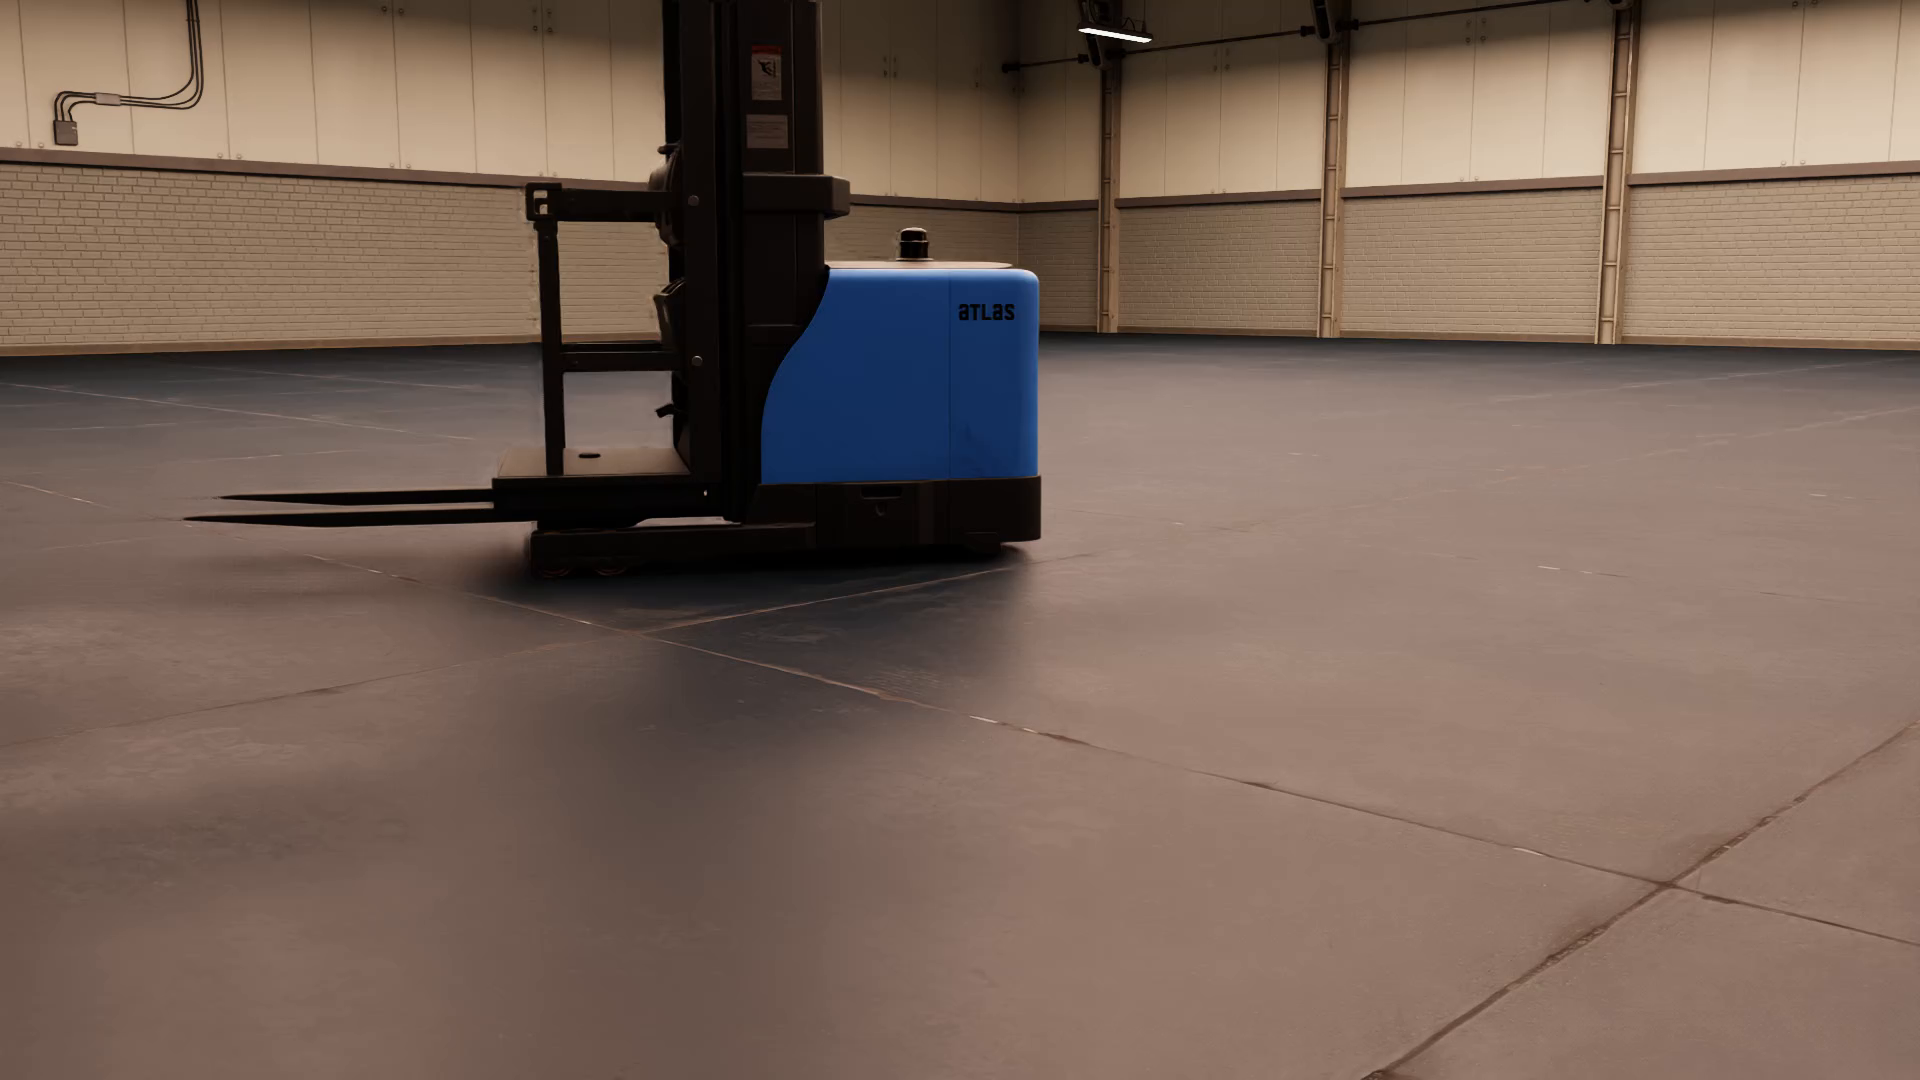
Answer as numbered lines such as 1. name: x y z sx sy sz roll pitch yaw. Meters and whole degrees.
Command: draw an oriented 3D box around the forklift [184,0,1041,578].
1. forklift: -1.267 -1.402 6.183 3.031 2.935 1.130 -2 9 -13
